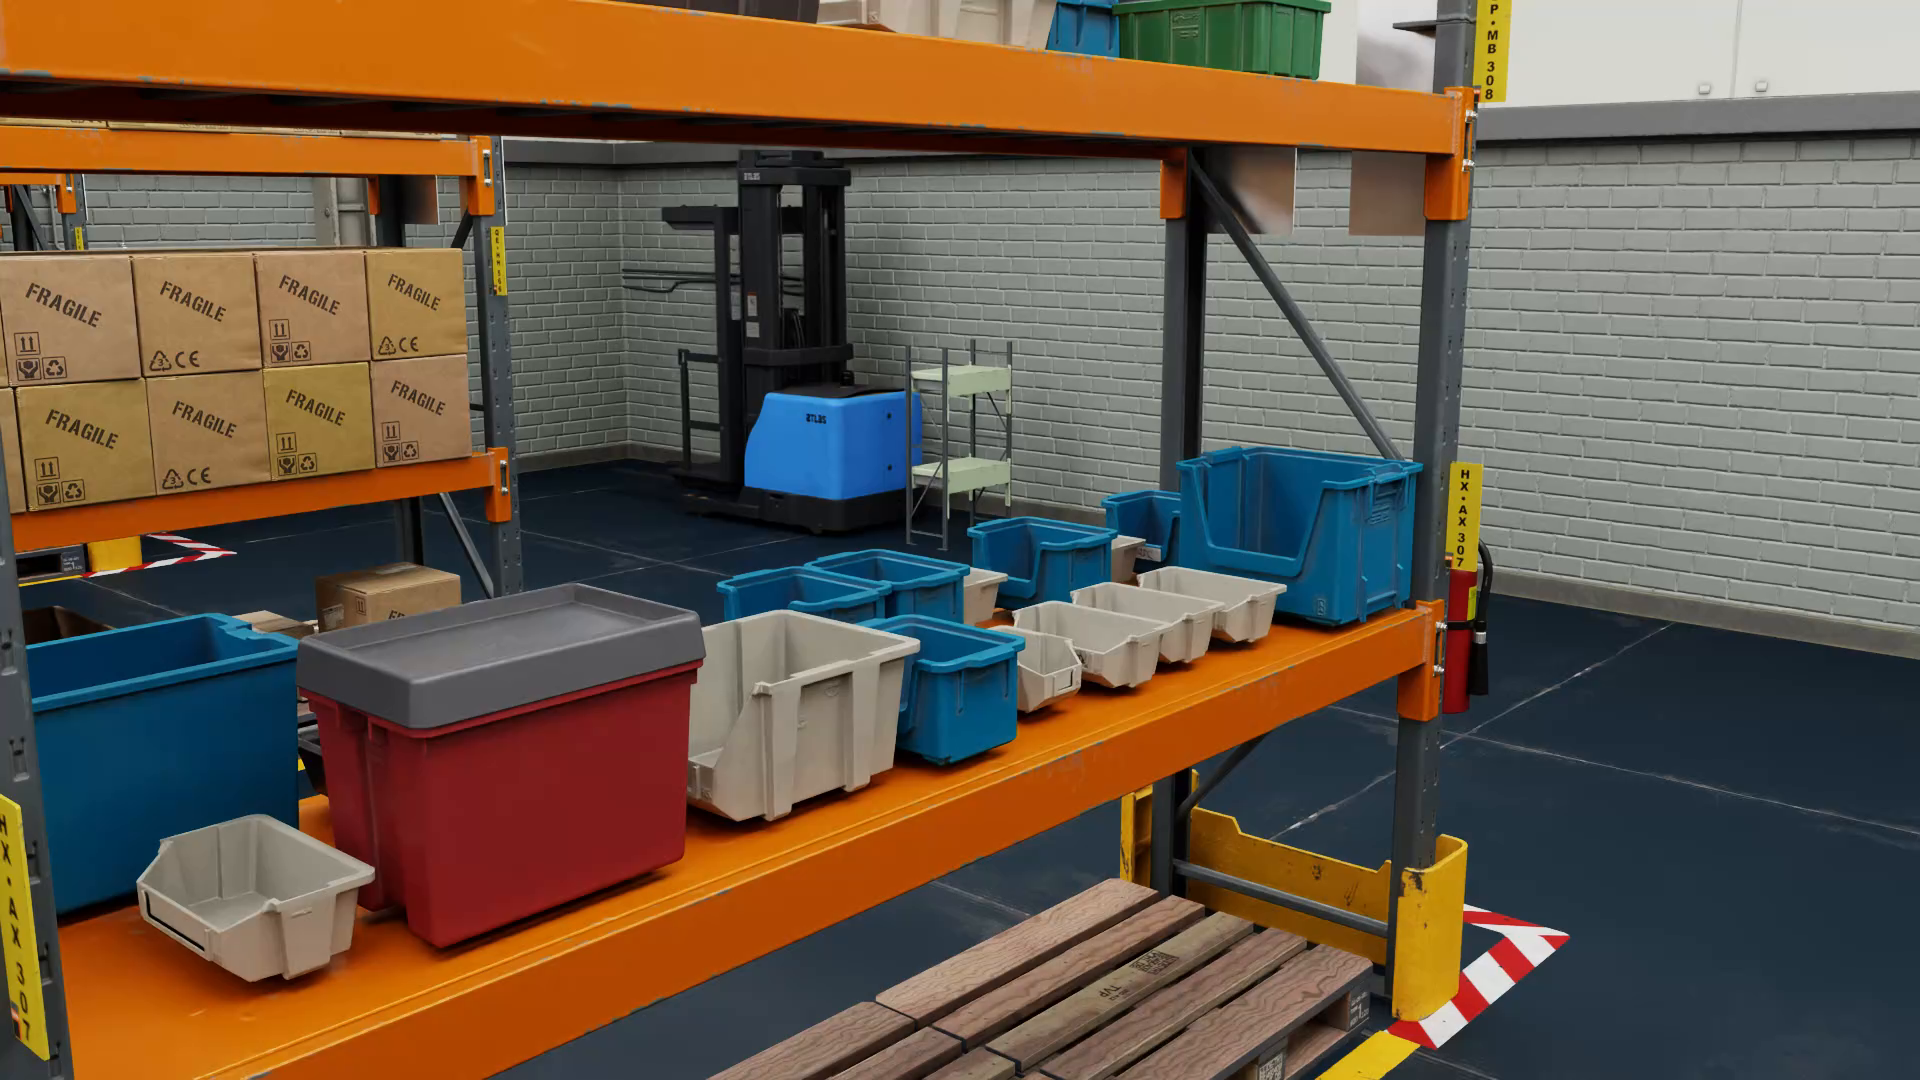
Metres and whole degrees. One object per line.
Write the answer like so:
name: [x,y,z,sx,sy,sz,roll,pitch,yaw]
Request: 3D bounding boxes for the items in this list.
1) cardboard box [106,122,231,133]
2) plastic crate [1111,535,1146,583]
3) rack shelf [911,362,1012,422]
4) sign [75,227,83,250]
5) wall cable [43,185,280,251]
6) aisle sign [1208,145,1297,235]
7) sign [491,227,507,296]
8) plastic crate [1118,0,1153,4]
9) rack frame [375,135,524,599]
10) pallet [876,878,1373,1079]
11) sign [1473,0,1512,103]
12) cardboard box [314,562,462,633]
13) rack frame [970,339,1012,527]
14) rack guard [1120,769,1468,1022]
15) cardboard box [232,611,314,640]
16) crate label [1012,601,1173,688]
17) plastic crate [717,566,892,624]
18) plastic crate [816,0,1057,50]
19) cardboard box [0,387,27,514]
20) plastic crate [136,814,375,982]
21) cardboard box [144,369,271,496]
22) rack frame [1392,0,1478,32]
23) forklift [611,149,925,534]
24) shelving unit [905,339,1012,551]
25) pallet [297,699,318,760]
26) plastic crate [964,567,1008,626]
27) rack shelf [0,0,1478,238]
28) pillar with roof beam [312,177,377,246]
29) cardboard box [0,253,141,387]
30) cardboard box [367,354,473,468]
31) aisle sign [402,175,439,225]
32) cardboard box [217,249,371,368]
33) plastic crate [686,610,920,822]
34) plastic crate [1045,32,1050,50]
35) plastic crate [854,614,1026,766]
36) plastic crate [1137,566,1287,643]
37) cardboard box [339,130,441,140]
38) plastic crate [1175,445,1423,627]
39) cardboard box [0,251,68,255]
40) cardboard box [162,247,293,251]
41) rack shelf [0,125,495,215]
cardboard box: [-3.432,-1.840,6.989,0.500,0.250,0.500,10,15,40]
plastic crate: [0.402,0.072,5.214,0.250,0.136,0.298,10,15,40]
rack shelf: [-0.004,-1.117,12.483,0.431,0.370,0.720,10,15,40]
sign: [-5.957,-1.951,11.261,0.100,0.325,0.005,10,15,40]
wall cable: [-6.221,-2.148,13.215,0.084,1.984,1.851,10,15,40]
aisle sign: [0.911,-1.382,5.336,0.394,0.787,0.004,10,15,40]
sign: [-2.228,-1.348,8.036,0.100,0.325,0.005,10,15,40]
plastic crate: [0.623,-1.445,4.961,0.497,0.269,0.590,10,15,40]
rack frame: [-2.632,-0.699,8.555,1.000,3.000,0.127,10,15,40]
pallet: [0.513,1.425,5.036,1.003,0.211,1.213,10,15,40]
sign: [1.510,-1.409,4.718,0.100,0.325,0.005,10,15,40]
cardboard box: [-2.806,0.422,8.197,0.500,0.500,0.500,10,15,40]
rack frame: [0.237,-0.788,12.829,0.400,1.500,0.023,10,15,40]
rack guard: [1.092,1.162,5.617,1.175,0.500,0.348,10,15,40]
cardboard box: [-3.534,0.550,8.196,0.500,0.250,0.500,10,15,40]
crate label: [0.316,0.270,4.223,0.396,0.136,0.243,10,15,40]
plastic crate: [-0.391,0.226,4.196,0.416,0.233,0.300,10,15,40]
plastic crate: [-0.091,-1.064,3.395,0.437,0.136,0.530,10,15,40]
cardboard box: [-4.064,-0.349,6.544,0.500,0.500,0.500,10,15,40]
plastic crate: [-1.140,0.580,2.669,0.396,0.136,0.243,10,15,40]
cardboard box: [-3.397,-0.498,7.290,0.500,0.500,0.500,10,15,41]
rack frame: [1.086,-3.000,4.758,1.000,3.000,0.127,10,15,40]
forklift: [-1.727,-1.697,13.725,3.031,2.935,1.130,10,15,40]
shelving unit: [-0.004,-0.734,12.559,0.431,1.500,0.755,10,15,40]
pallet: [-3.208,0.797,8.184,1.003,0.211,1.213,10,15,40]
plastic crate: [-0.046,0.171,4.714,0.250,0.136,0.298,10,15,40]
rack shelf: [-0.234,-0.882,3.649,1.077,0.370,4.000,10,15,40]
pillar with roof beam: [-1.989,-4.234,10.933,9.100,9.000,0.400,10,15,40]
cardboard box: [-3.730,-0.911,6.805,0.500,0.500,0.500,10,15,42]
cardboard box: [-2.723,-0.647,8.039,0.500,0.500,0.500,10,15,42]
aisle sign: [-2.808,-2.022,8.541,0.394,0.787,0.004,10,15,40]
cardboard box: [-3.052,-1.063,7.569,0.500,0.500,0.500,10,15,42]
plastic crate: [-0.408,0.358,3.410,0.437,0.282,0.530,10,15,40]
plastic crate: [-0.129,-1.310,4.110,0.504,0.338,0.767,10,15,40]
plastic crate: [-0.077,0.329,3.677,0.416,0.233,0.300,10,15,40]
plastic crate: [0.684,0.185,4.648,0.396,0.136,0.243,10,15,40]
cardboard box: [-2.773,-1.987,7.727,0.500,0.250,0.500,10,15,40]
plastic crate: [1.006,-0.032,4.969,0.616,0.435,0.499,10,15,40]
cardboard box: [-4.131,-0.982,7.161,0.500,0.500,0.500,10,15,40]
cardboard box: [-3.462,-1.130,7.901,0.500,0.500,0.500,10,15,41]
rack shelf: [-3.952,-1.523,6.858,1.077,0.370,4.000,10,15,40]
